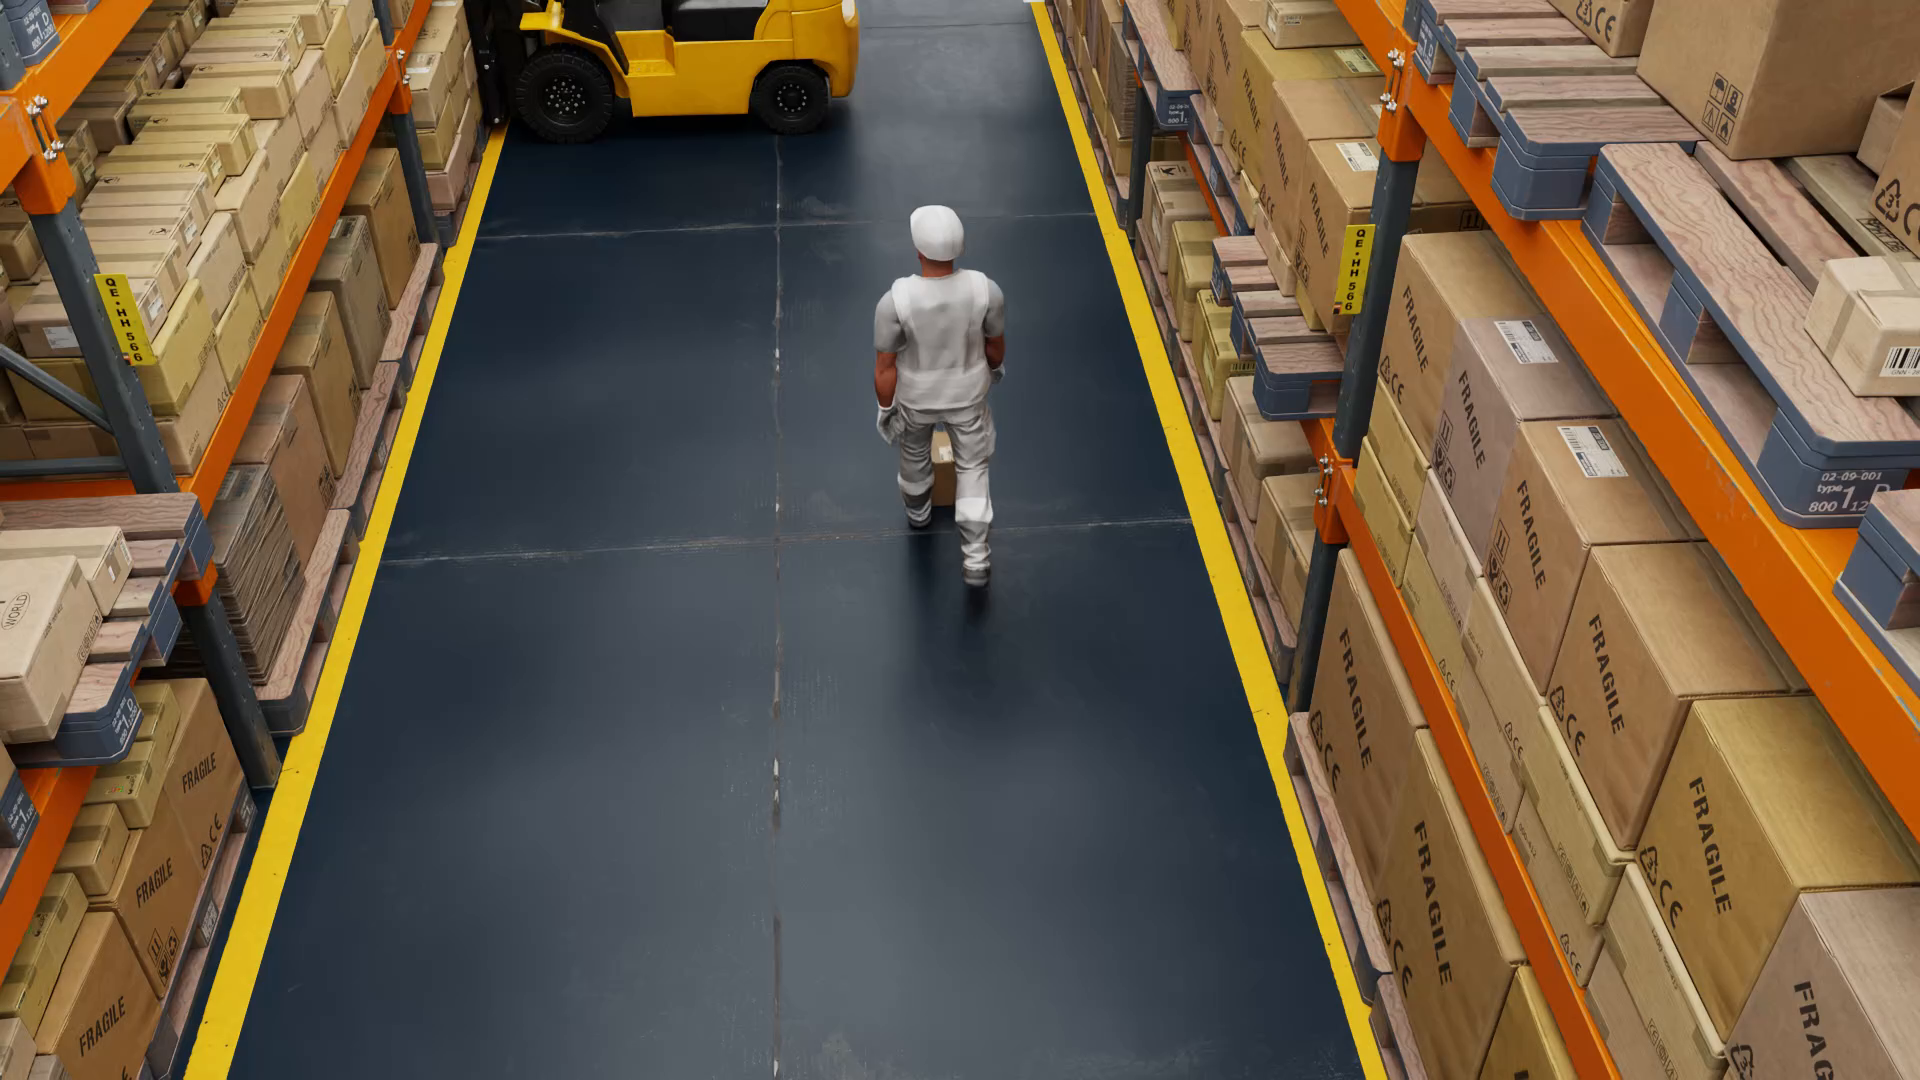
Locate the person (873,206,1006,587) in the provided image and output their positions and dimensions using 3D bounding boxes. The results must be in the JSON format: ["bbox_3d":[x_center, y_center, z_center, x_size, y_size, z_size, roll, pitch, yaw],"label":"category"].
[{"bbox_3d":[-0.080,-0.642,6.935,0.556,1.761,0.912,-2,39,-3],"label":"person"}]
